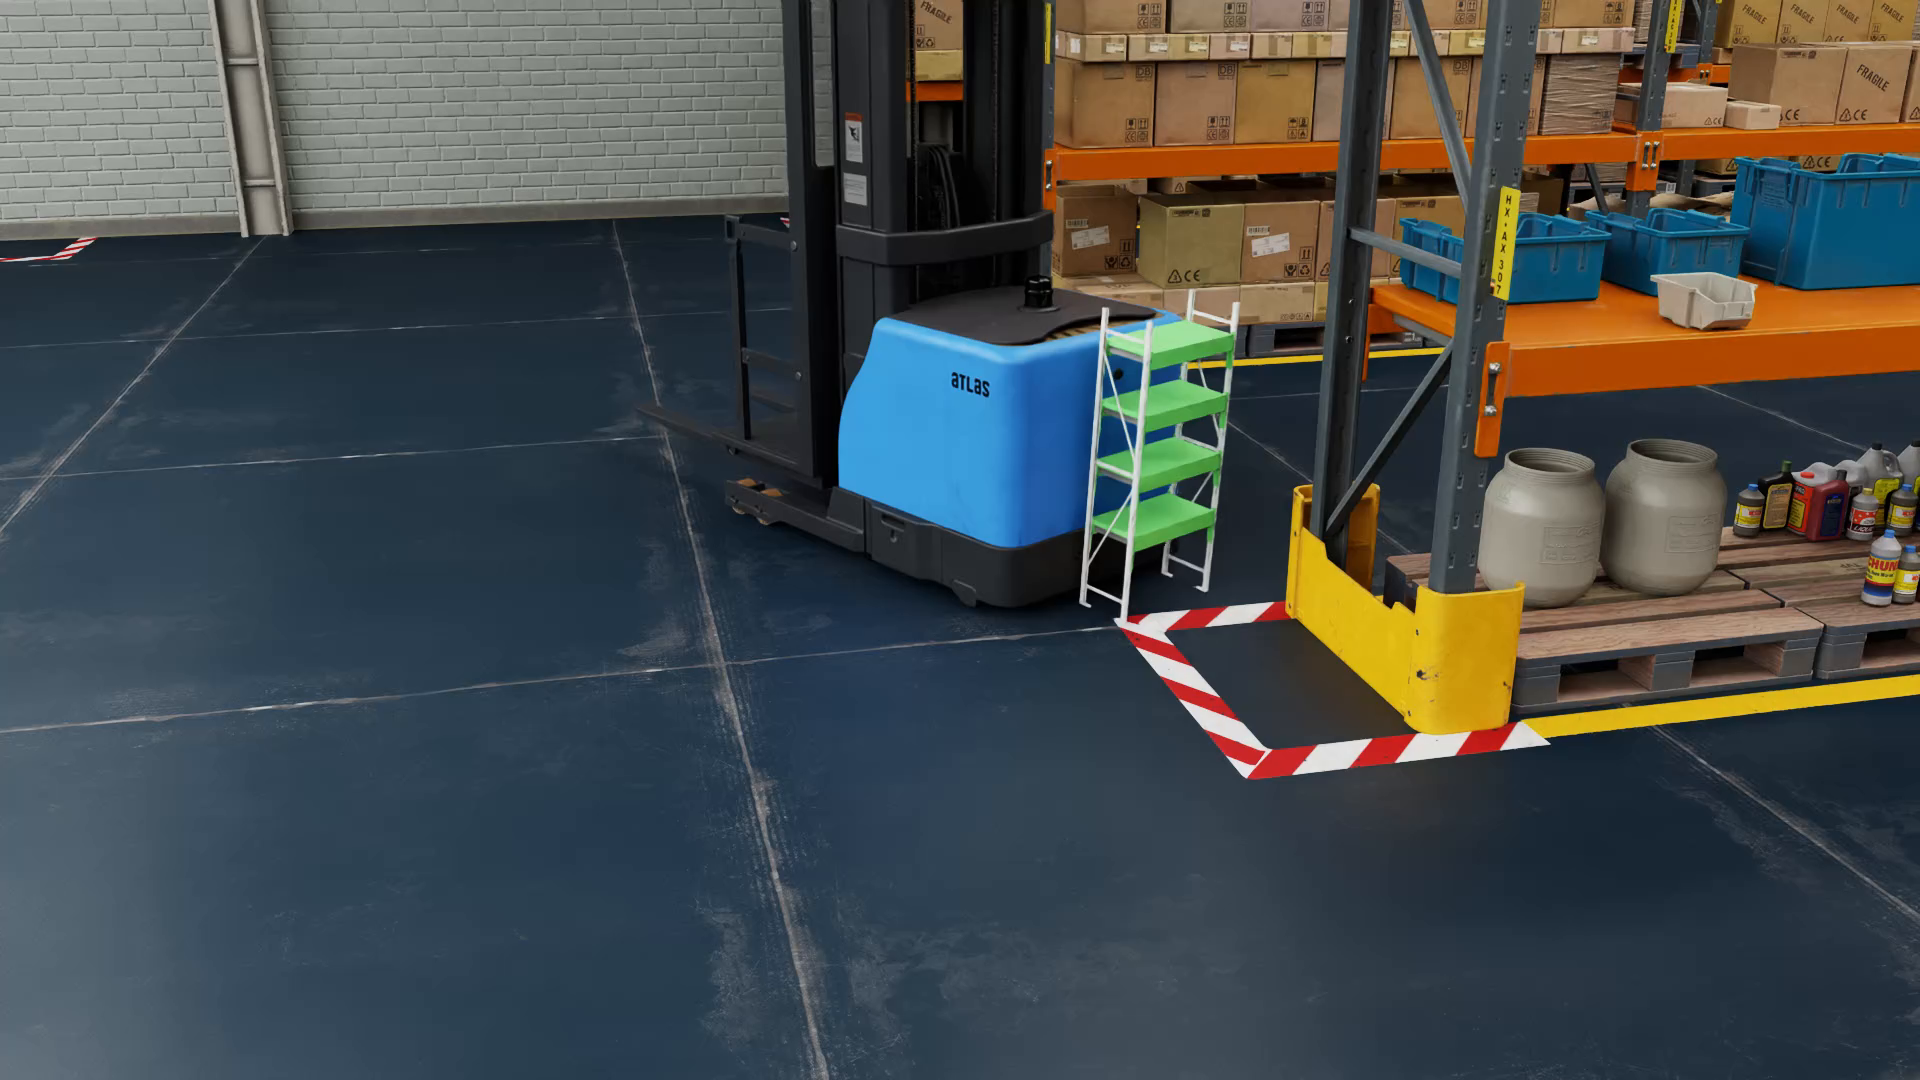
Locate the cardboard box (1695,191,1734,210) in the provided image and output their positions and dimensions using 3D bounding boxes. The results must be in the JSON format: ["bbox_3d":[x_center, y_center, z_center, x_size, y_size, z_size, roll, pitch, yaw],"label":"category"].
[{"bbox_3d":[5.583,-2.296,11.792,0.500,0.311,0.500,-5,21,-13],"label":"cardboard box"}]

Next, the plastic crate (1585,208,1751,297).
[{"bbox_3d":[2.558,-1.061,6.065,0.408,0.251,0.499,-5,21,-12],"label":"plastic crate"}]

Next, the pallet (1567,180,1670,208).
[{"bbox_3d":[6.252,-3.520,16.617,1.213,0.211,1.003,-5,21,-12],"label":"pallet"}]

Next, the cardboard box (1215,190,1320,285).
[{"bbox_3d":[1.914,-1.910,10.464,0.500,0.500,0.500,-5,21,-12],"label":"cardboard box"}]

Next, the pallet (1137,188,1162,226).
[{"bbox_3d":[1.285,-3.102,15.475,1.213,0.211,1.003,-5,21,-12],"label":"pallet"}]

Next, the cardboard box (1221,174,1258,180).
[{"bbox_3d":[2.606,-3.398,15.709,0.250,0.166,0.380,-7,21,-20],"label":"cardboard box"}]

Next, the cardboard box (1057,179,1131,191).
[{"bbox_3d":[1.201,-3.401,15.233,0.500,0.500,0.700,-6,21,-16],"label":"cardboard box"}]

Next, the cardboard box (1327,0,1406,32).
[{"bbox_3d":[2.368,-3.416,10.247,0.500,0.500,0.700,-5,21,-12],"label":"cardboard box"}]

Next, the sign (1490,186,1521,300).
[{"bbox_3d":[1.629,-0.887,4.972,0.005,0.325,0.100,-5,21,-12],"label":"sign"}]

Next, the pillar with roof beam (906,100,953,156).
[{"bbox_3d":[0.700,-5.978,10.552,0.400,9.000,9.100,-5,21,-12],"label":"pillar with roof beam"}]

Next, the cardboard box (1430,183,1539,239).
[{"bbox_3d":[3.373,-2.029,10.789,0.500,0.500,0.500,-5,21,-12],"label":"cardboard box"}]

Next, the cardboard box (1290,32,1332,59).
[{"bbox_3d":[2.055,-3.013,10.089,0.250,0.149,0.380,-5,21,-13],"label":"cardboard box"}]

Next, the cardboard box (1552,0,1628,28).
[{"bbox_3d":[3.833,-3.535,10.572,0.500,0.500,0.700,-5,21,-12],"label":"cardboard box"}]

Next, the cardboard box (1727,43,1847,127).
[{"bbox_3d":[5.527,-3.060,11.162,0.500,0.500,0.500,-3,20,-9],"label":"cardboard box"}]

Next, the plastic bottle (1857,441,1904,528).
[{"bbox_3d":[3.740,-0.232,6.799,0.185,0.351,0.144,-4,20,-10],"label":"plastic bottle"}]

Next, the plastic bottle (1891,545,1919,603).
[{"bbox_3d":[3.444,0.119,6.058,0.097,0.201,0.097,0,20,0],"label":"plastic bottle"}]

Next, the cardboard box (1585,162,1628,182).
[{"bbox_3d":[6.324,-3.849,16.456,0.500,0.500,0.700,-4,21,-12],"label":"cardboard box"}]

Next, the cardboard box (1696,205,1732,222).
[{"bbox_3d":[5.211,-2.073,11.184,0.500,0.311,0.500,-5,21,-13],"label":"cardboard box"}]

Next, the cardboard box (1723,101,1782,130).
[{"bbox_3d":[5.173,-2.800,10.962,0.250,0.149,0.380,-5,21,-12],"label":"cardboard box"}]

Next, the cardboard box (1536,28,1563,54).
[{"bbox_3d":[3.553,-3.134,10.421,0.250,0.149,0.380,-5,21,-14],"label":"cardboard box"}]

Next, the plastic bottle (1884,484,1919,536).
[{"bbox_3d":[3.811,-0.125,6.724,0.097,0.201,0.097,0,20,0],"label":"plastic bottle"}]

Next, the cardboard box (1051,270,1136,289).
[{"bbox_3d":[0.825,-1.647,10.837,0.500,0.250,0.500,-5,21,-12],"label":"cardboard box"}]

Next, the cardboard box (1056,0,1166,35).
[{"bbox_3d":[0.880,-3.293,9.910,0.500,0.500,0.700,-5,21,-12],"label":"cardboard box"}]

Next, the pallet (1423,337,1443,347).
[{"bbox_3d":[3.480,-1.558,11.260,1.213,0.211,1.003,-5,21,-12],"label":"pallet"}]

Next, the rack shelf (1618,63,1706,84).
[{"bbox_3d":[5.066,-4.394,15.996,4.000,0.370,1.077,-5,21,-12],"label":"rack shelf"}]

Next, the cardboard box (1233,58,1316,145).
[{"bbox_3d":[1.823,-2.760,10.342,0.500,0.500,0.700,-5,21,-12],"label":"cardboard box"}]

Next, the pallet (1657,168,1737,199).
[{"bbox_3d":[7.797,-3.618,16.886,1.213,0.211,1.003,-5,21,-12],"label":"pallet"}]

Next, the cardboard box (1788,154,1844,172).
[{"bbox_3d":[8.612,-4.160,16.824,0.750,0.750,0.750,-5,21,-13],"label":"cardboard box"}]

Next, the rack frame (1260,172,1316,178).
[{"bbox_3d":[3.120,-4.574,15.440,0.127,3.000,1.000,-5,21,-12],"label":"rack frame"}]

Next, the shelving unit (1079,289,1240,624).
[{"bbox_3d":[0.765,-0.322,6.427,0.503,1.200,0.258,-17,30,-39],"label":"shelving unit"}]

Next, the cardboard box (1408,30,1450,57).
[{"bbox_3d":[2.812,-3.074,10.258,0.250,0.149,0.380,-4,21,-11],"label":"cardboard box"}]

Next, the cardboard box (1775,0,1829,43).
[{"bbox_3d":[8.056,-5.078,16.208,0.500,0.500,0.500,-4,20,-11],"label":"cardboard box"}]

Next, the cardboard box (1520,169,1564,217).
[{"bbox_3d":[3.740,-2.242,11.372,0.500,0.500,0.500,-5,21,-12],"label":"cardboard box"}]

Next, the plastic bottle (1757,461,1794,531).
[{"bbox_3d":[3.303,-0.180,6.754,0.133,0.283,0.061,-4,21,-11],"label":"plastic bottle"}]

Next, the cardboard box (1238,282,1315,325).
[{"bbox_3d":[1.916,-1.554,10.582,0.500,0.250,0.500,-5,21,-12],"label":"cardboard box"}]

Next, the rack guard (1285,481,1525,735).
[{"bbox_3d":[1.570,0.211,6.012,0.348,0.500,1.175,-5,21,-12],"label":"rack guard"}]

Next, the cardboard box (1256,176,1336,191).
[{"bbox_3d":[2.281,-2.123,11.046,0.500,0.500,0.500,-5,21,-12],"label":"cardboard box"}]

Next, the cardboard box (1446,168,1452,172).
[{"bbox_3d":[4.830,-3.755,16.200,0.500,0.500,0.700,-4,21,-12],"label":"cardboard box"}]

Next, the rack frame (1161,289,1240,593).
[{"bbox_3d":[0.945,-0.379,6.581,0.015,1.200,0.240,-17,30,-39],"label":"rack frame"}]

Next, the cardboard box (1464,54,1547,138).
[{"bbox_3d":[3.321,-2.882,10.676,0.500,0.500,0.700,-5,21,-13],"label":"cardboard box"}]

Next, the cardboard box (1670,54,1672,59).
[{"bbox_3d":[7.270,-4.894,16.649,0.250,0.149,0.380,-4,21,-12],"label":"cardboard box"}]

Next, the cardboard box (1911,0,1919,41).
[{"bbox_3d":[9.529,-5.202,16.547,0.500,0.500,0.500,-5,21,-12],"label":"cardboard box"}]

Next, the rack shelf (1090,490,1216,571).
[{"bbox_3d":[0.752,-0.043,6.545,0.480,0.148,0.258,-17,30,-39],"label":"rack shelf"}]

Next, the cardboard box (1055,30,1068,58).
[{"bbox_3d":[0.699,-3.045,10.178,0.250,0.149,0.380,-5,21,-13],"label":"cardboard box"}]

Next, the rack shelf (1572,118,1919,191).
[{"bbox_3d":[6.210,-2.737,11.470,4.000,0.370,1.077,-5,21,-12],"label":"rack shelf"}]

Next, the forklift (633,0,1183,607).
[{"bbox_3d":[-0.429,-1.543,7.265,1.130,2.935,3.031,-17,26,-39],"label":"forklift"}]

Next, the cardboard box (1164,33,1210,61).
[{"bbox_3d":[1.302,-2.951,9.921,0.250,0.149,0.380,-5,21,-12],"label":"cardboard box"}]

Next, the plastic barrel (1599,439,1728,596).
[{"bbox_3d":[2.618,-0.088,6.199,0.421,0.512,0.421,0,20,0],"label":"plastic barrel"}]
